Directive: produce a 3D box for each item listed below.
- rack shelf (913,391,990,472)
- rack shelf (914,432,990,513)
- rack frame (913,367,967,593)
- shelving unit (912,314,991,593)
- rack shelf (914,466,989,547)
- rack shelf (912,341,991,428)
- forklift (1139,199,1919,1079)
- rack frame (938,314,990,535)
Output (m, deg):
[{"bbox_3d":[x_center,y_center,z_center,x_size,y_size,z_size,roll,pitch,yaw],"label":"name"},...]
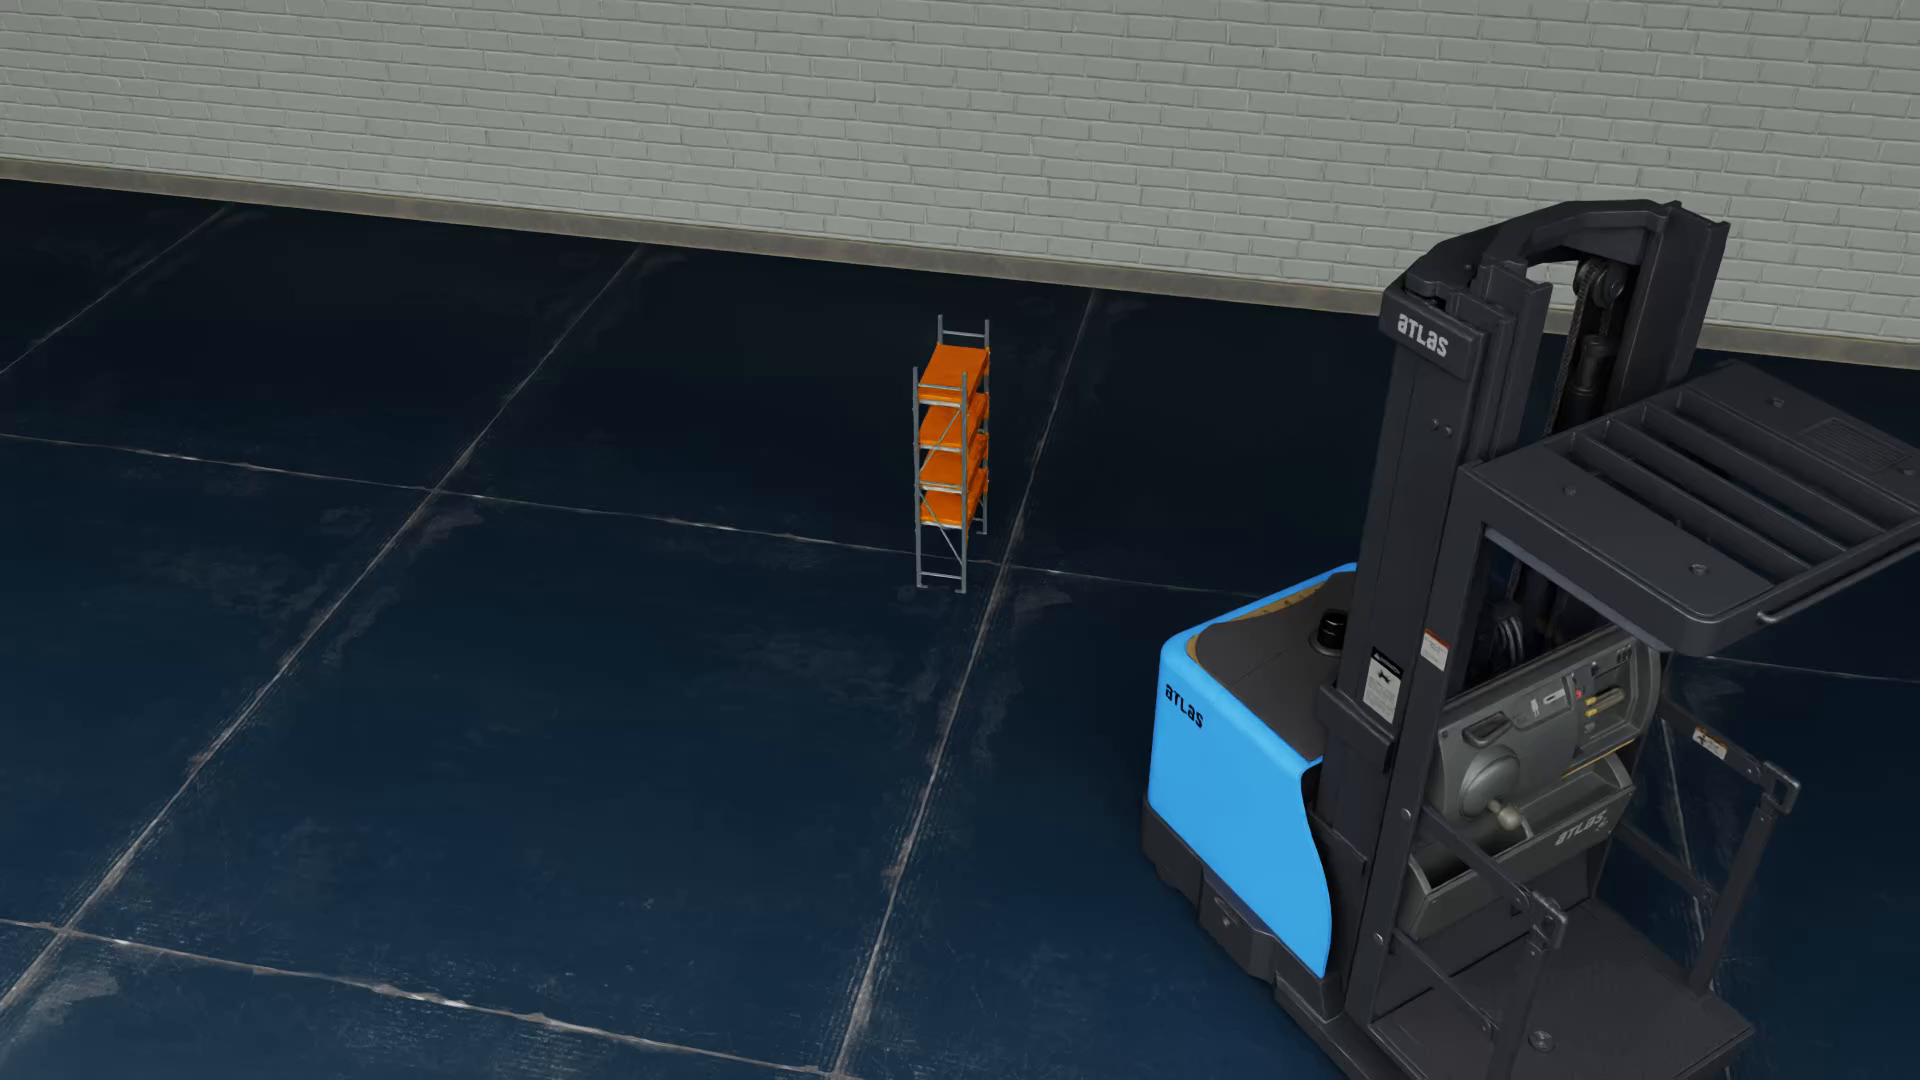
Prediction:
[{"bbox_3d":[-0.035,-0.518,7.675,0.258,0.148,0.480,7,37,10],"label":"rack shelf"},{"bbox_3d":[-0.035,-0.336,7.806,0.258,0.148,0.480,7,37,10],"label":"rack shelf"},{"bbox_3d":[-0.087,-0.251,7.574,0.240,1.200,0.015,7,37,10],"label":"rack frame"},{"bbox_3d":[-0.035,-0.391,7.767,0.258,1.200,0.503,7,37,10],"label":"shelving unit"},{"bbox_3d":[-0.035,-0.176,7.923,0.258,0.148,0.480,7,37,10],"label":"rack shelf"},{"bbox_3d":[-0.035,-0.709,7.536,0.258,0.148,0.480,7,37,10],"label":"rack shelf"},{"bbox_3d":[1.900,0.629,4.885,1.130,2.935,3.031,-20,40,-25],"label":"forklift"},{"bbox_3d":[0.017,-0.531,7.960,0.240,1.200,0.015,7,37,10],"label":"rack frame"}]
